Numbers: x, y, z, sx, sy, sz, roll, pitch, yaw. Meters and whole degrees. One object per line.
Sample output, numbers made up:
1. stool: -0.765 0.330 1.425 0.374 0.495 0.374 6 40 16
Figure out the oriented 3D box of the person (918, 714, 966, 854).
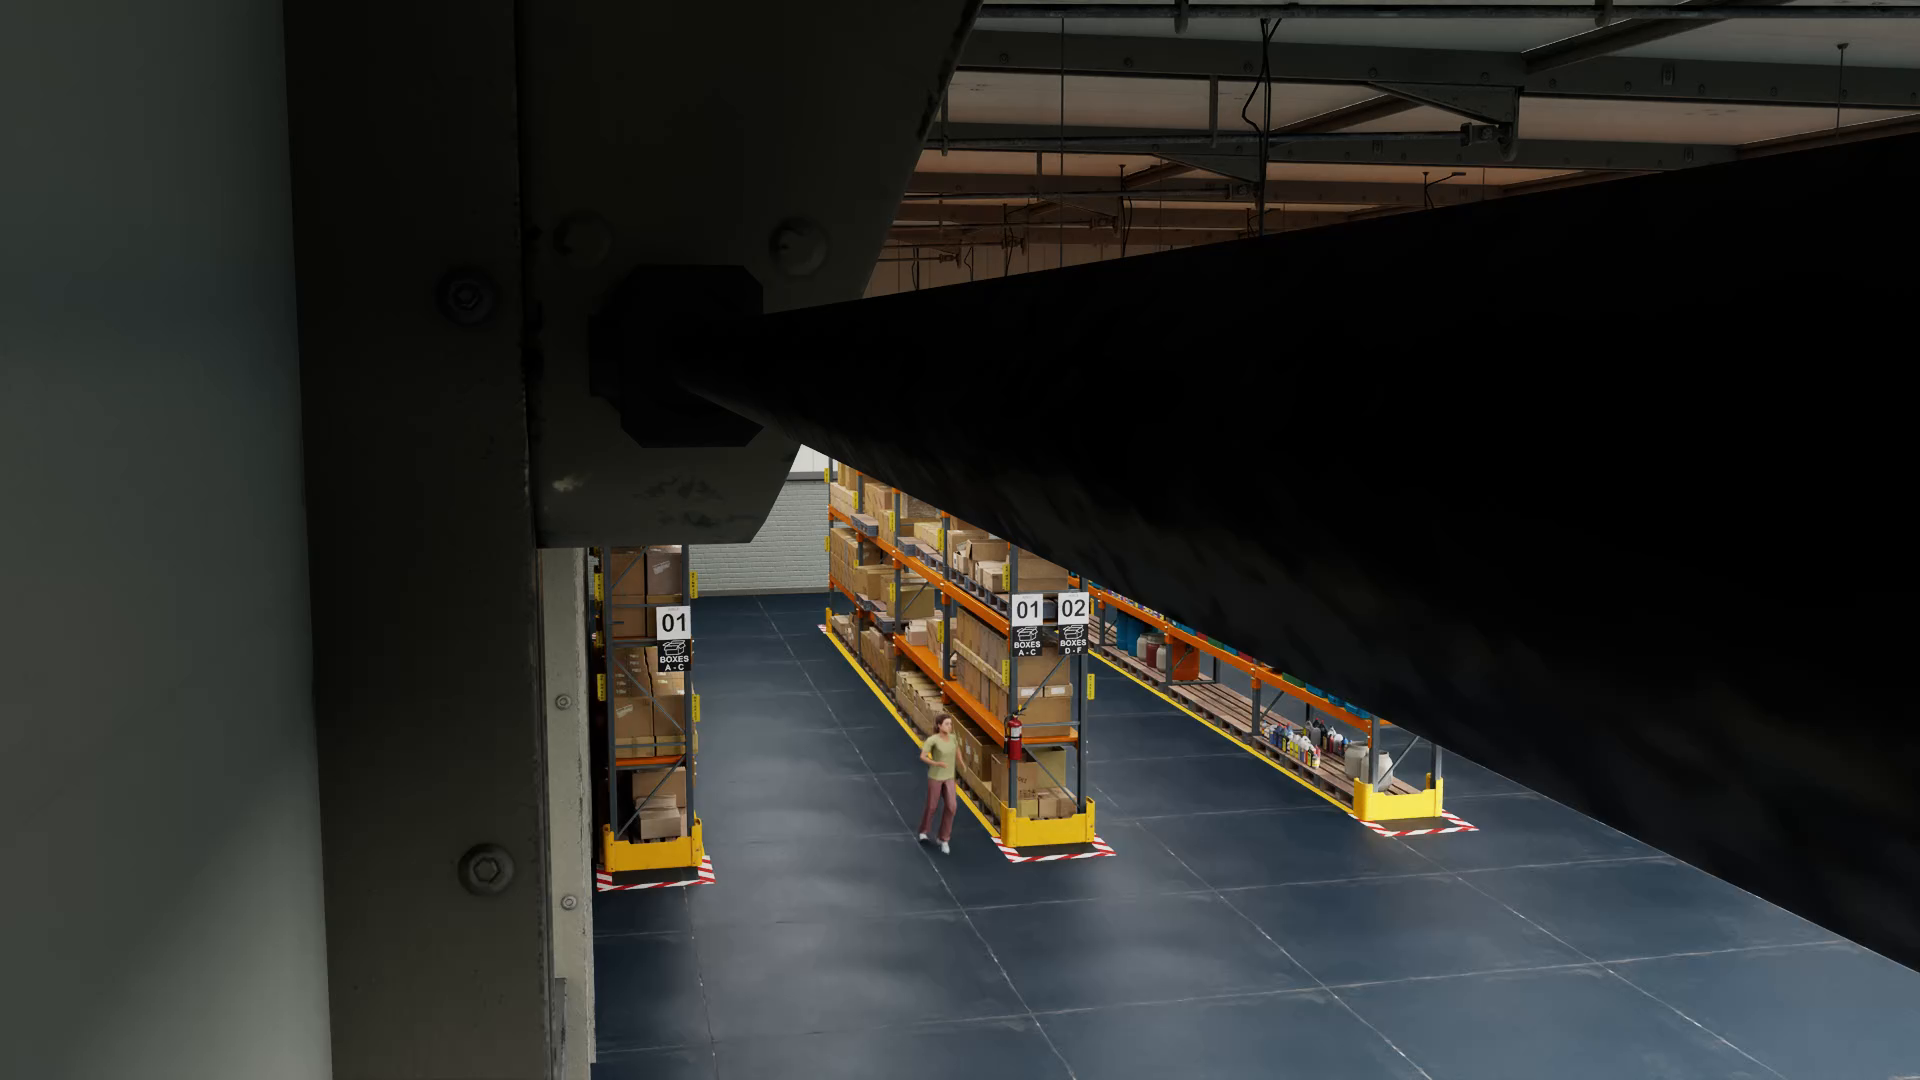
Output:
1. person: -0.198 3.032 20.911 0.638 1.699 0.679 -3 8 -27
